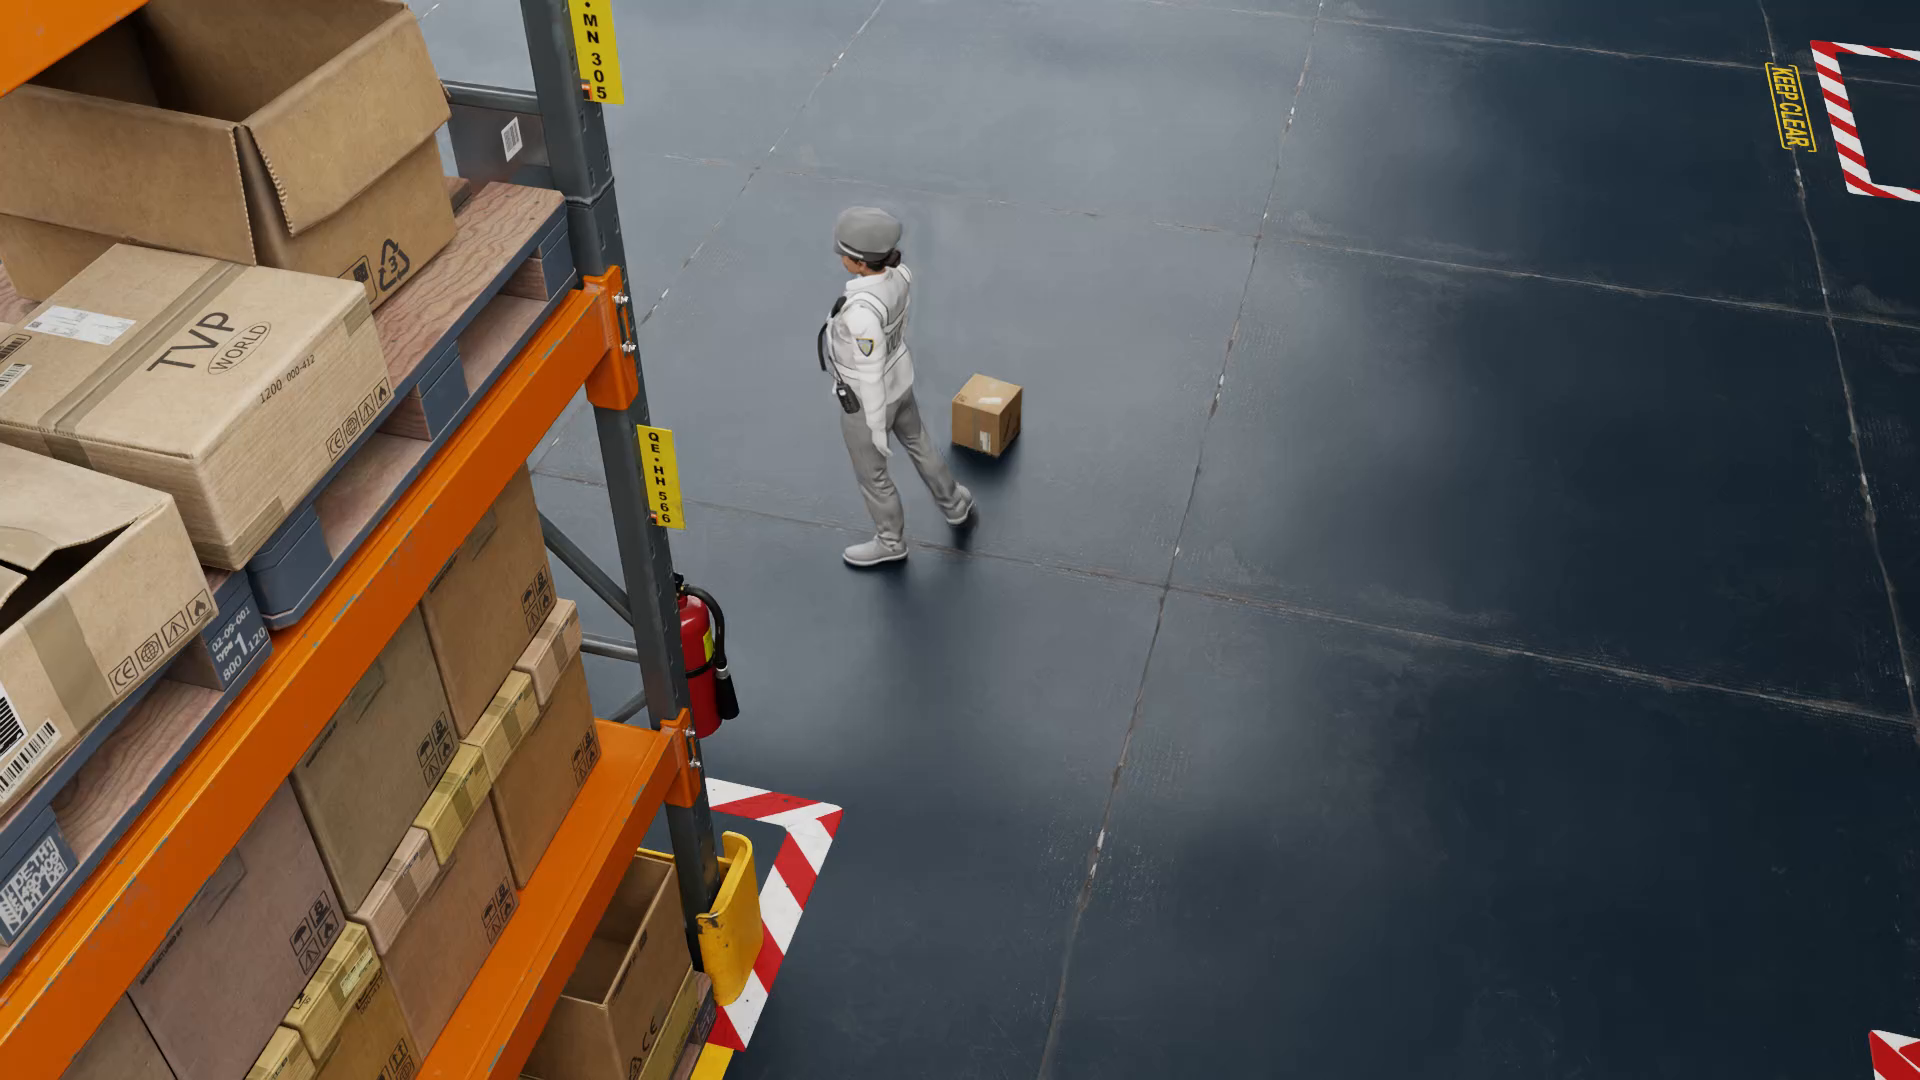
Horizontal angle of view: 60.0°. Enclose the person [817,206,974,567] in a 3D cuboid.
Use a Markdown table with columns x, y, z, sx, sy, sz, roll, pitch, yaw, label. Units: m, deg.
| x | y | z | sx | sy | sz | roll | pitch | yaw | label |
| --- | --- | --- | --- | --- | --- | --- | --- | --- | --- |
| -0.235 | -0.640 | 6.881 | 0.483 | 1.669 | 0.670 | 16 | 44 | 18 | person |
